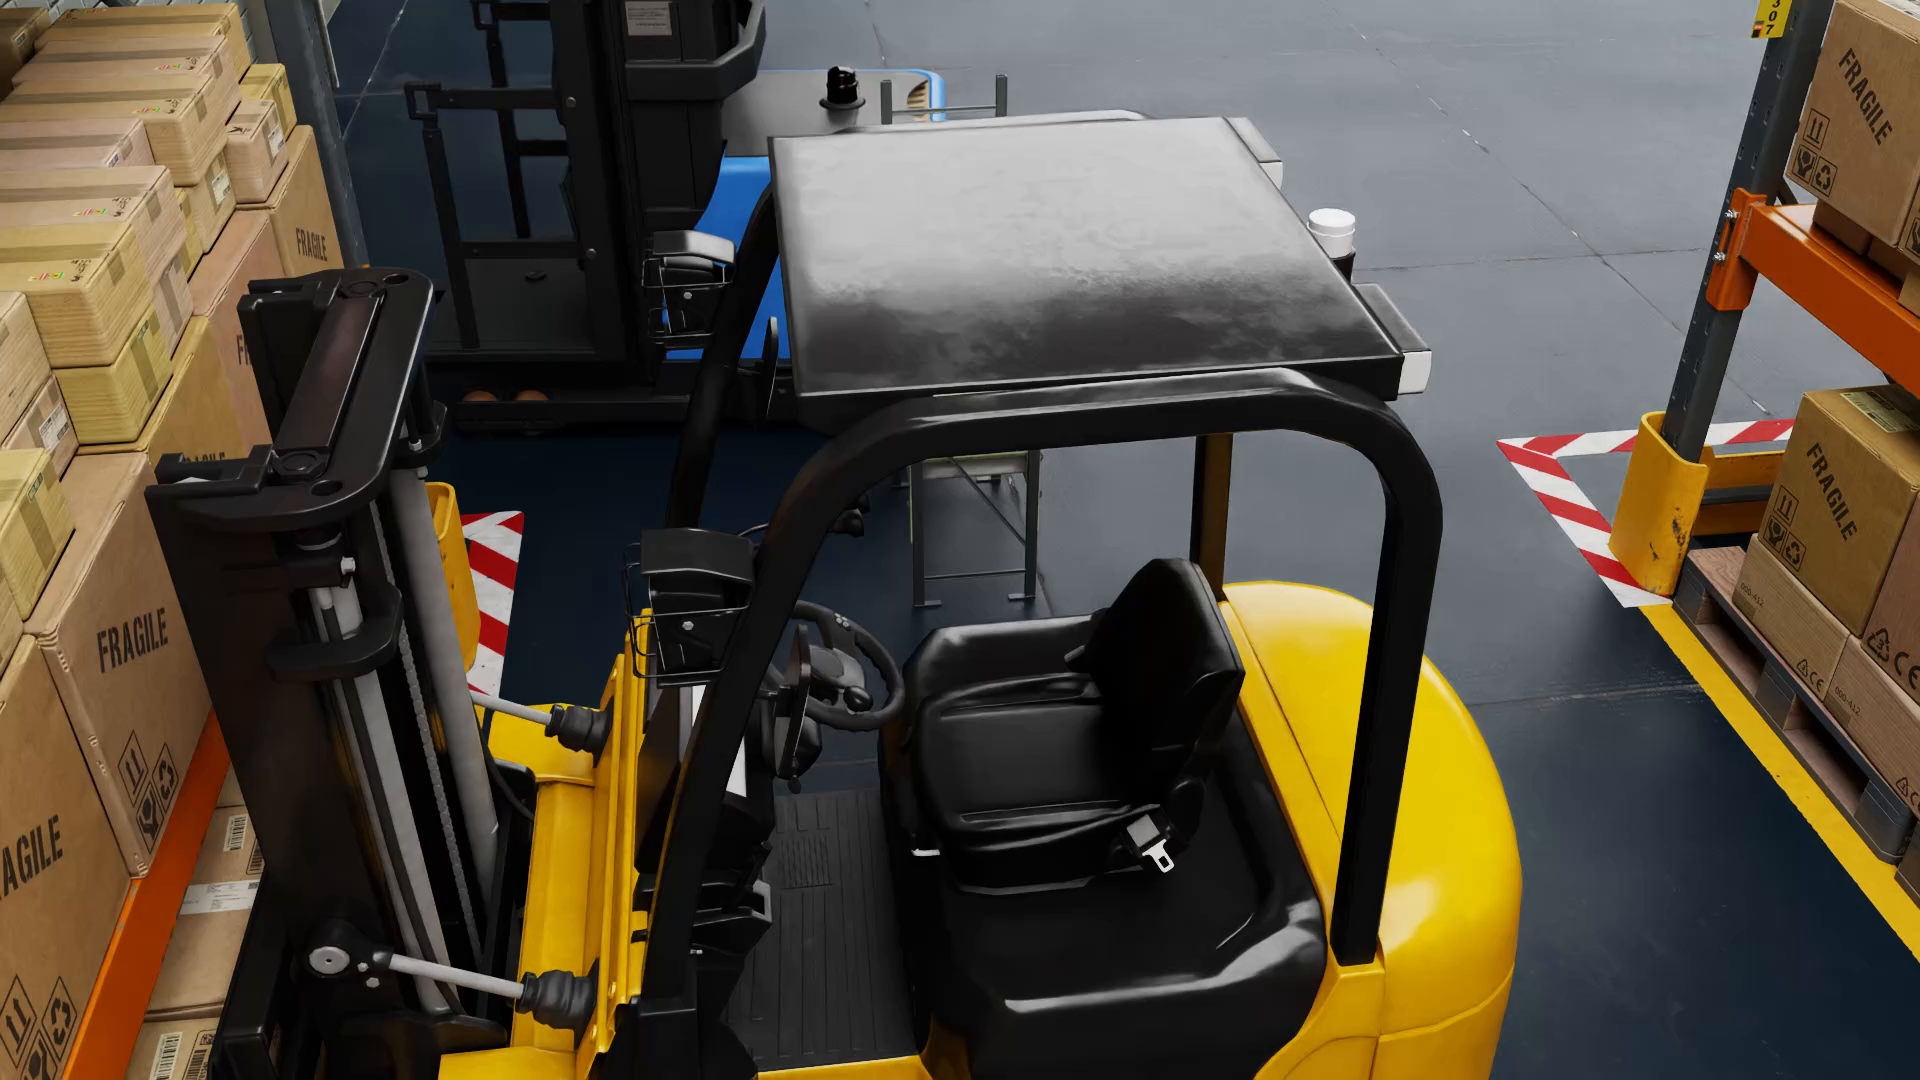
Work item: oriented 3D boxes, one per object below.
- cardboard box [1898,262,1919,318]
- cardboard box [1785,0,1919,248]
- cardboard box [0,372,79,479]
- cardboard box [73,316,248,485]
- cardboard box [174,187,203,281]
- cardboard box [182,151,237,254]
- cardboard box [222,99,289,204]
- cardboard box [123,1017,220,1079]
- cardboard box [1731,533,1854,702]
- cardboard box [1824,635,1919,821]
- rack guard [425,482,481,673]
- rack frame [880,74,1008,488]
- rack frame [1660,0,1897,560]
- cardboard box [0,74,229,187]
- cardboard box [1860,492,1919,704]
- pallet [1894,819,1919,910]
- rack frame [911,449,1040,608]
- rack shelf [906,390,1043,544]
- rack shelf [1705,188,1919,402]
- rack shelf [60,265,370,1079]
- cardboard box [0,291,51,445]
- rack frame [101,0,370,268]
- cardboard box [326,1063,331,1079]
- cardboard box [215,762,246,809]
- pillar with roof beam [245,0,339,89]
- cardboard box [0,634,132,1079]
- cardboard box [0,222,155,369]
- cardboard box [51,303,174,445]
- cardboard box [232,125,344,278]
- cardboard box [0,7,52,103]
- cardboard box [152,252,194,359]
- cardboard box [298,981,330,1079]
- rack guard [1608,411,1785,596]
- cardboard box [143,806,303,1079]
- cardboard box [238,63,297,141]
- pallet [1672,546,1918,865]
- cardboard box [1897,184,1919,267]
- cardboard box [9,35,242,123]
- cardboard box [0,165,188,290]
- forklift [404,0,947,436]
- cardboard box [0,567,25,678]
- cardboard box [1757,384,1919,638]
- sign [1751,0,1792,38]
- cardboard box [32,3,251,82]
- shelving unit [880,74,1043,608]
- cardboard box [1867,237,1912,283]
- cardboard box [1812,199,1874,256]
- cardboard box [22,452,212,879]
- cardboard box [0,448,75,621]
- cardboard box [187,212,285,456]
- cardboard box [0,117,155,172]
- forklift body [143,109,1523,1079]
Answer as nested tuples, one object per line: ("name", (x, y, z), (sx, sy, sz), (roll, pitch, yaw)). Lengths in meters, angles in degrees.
("cardboard box", (2.656, -0.631, 4.235), (0.380, 0.149, 0.250), (-5, 35, -8))
("cardboard box", (2.601, -1.113, 4.366), (0.500, 0.500, 0.500), (-5, 35, -7))
("cardboard box", (-1.641, -0.133, 2.617), (0.380, 0.149, 0.250), (-5, 35, -7))
("cardboard box", (-1.650, -0.066, 3.095), (0.500, 0.500, 0.500), (-5, 35, -7))
("cardboard box", (-1.722, -0.564, 3.249), (0.380, 0.149, 0.250), (-5, 35, -7))
("cardboard box", (-1.744, -0.703, 3.454), (0.380, 0.149, 0.250), (-4, 34, -5))
("cardboard box", (-1.718, -0.853, 3.673), (0.380, 0.149, 0.250), (-4, 34, -6))
("cardboard box", (-1.459, 1.069, 2.698), (0.500, 0.250, 0.500), (-3, 34, -5))
("cardboard box", (2.646, 0.200, 4.862), (0.500, 0.250, 0.500), (-5, 35, -7))
("cardboard box", (2.708, 0.485, 4.443), (0.500, 0.250, 0.500), (-3, 34, -5))
("rack guard", (-2.109, 0.164, 5.066), (1.175, 0.500, 0.348), (-4, 35, -6))
("rack frame", (-0.050, -0.828, 5.633), (0.400, 1.500, 0.023), (-4, 35, -6))
("rack frame", (2.812, -1.234, 4.897), (1.000, 3.000, 0.127), (-4, 35, -6))
("cardboard box", (-1.723, -0.825, 3.368), (0.380, 0.149, 0.250), (-4, 34, -5))
("cardboard box", (2.725, 0.195, 4.204), (0.500, 0.500, 0.500), (-6, 35, -8))
("pallet", (3.057, 1.096, 3.954), (1.003, 0.211, 1.213), (-4, 35, -6))
("rack frame", (0.048, -0.419, 5.033), (0.400, 1.500, 0.023), (-4, 35, -6))
("rack shelf", (-0.001, -0.354, 5.517), (0.431, 0.370, 0.720), (-4, 35, -6))
("rack shelf", (3.081, 0.179, 3.462), (1.077, 0.370, 4.000), (-4, 35, -6))
("rack shelf", (-1.837, 0.557, 2.907), (1.077, 0.370, 4.000), (-4, 35, -6))
("cardboard box", (-1.637, -0.249, 2.523), (0.380, 0.149, 0.250), (-4, 34, -6))
("rack frame", (-2.106, -0.856, 4.342), (1.000, 3.000, 0.127), (-4, 35, -6))
("cardboard box", (-1.522, 1.191, 3.407), (0.500, 0.250, 0.500), (-3, 34, -5))
("cardboard box", (-1.583, 0.492, 3.545), (0.500, 0.250, 0.500), (-4, 34, -6))
("pillar with roof beam", (0.553, -6.552, 7.374), (9.100, 9.000, 0.400), (-4, 35, -6))
("cardboard box", (-1.525, 0.496, 2.270), (0.500, 0.500, 0.500), (-5, 35, -7))
("cardboard box", (-1.578, -0.400, 2.744), (0.380, 0.149, 0.250), (-4, 34, -5))
("cardboard box", (-1.585, -0.279, 2.831), (0.380, 0.149, 0.250), (-4, 34, -6))
("cardboard box", (-1.780, -0.643, 3.940), (0.500, 0.500, 0.500), (-5, 35, -7))
("cardboard box", (-2.273, -1.085, 3.749), (0.380, 0.149, 0.250), (-5, 35, -7))
("cardboard box", (-1.639, -0.419, 3.036), (0.380, 0.149, 0.250), (-5, 35, -8))
("cardboard box", (-1.520, 0.995, 3.251), (0.500, 0.250, 0.500), (-4, 35, -7))
("rack guard", (2.822, -0.159, 5.539), (1.175, 0.500, 0.348), (-4, 35, -6))
("cardboard box", (-1.522, 0.776, 3.129), (0.500, 0.250, 0.500), (-5, 35, -7))
("cardboard box", (-1.782, -0.993, 3.879), (0.380, 0.149, 0.250), (-4, 34, -6))
("pallet", (2.896, 0.417, 4.951), (1.003, 0.211, 1.213), (-4, 35, -6))
("cardboard box", (2.674, -0.824, 3.943), (0.500, 0.500, 0.500), (-3, 34, -5))
("cardboard box", (-1.785, -0.969, 3.579), (0.380, 0.149, 0.250), (-4, 35, -6))
("cardboard box", (-1.618, -0.544, 2.955), (0.380, 0.149, 0.250), (-4, 34, -5))
("forklift", (-1.552, -1.910, 5.949), (3.031, 2.935, 1.130), (-1, 34, -1))
("cardboard box", (-1.494, 0.153, 2.198), (0.380, 0.149, 0.250), (-5, 35, -8))
("cardboard box", (2.650, -0.097, 4.631), (0.500, 0.500, 0.500), (-5, 35, -8))
("sign", (2.274, -1.551, 4.593), (0.100, 0.325, 0.005), (-4, 35, -6))
("cardboard box", (-1.849, -1.104, 3.778), (0.380, 0.149, 0.250), (-4, 35, -6))
("shelving unit", (-0.001, -0.623, 5.333), (0.431, 1.500, 0.755), (-4, 35, -6))
("cardboard box", (2.701, -0.785, 4.461), (0.380, 0.149, 0.250), (-4, 34, -6))
("cardboard box", (2.653, -0.925, 4.667), (0.380, 0.149, 0.250), (-4, 35, -6))
("cardboard box", (-1.571, 0.213, 2.685), (0.500, 0.500, 0.500), (-4, 34, -6))
("cardboard box", (-1.539, 0.005, 2.415), (0.380, 0.149, 0.250), (-5, 35, -7))
("cardboard box", (-1.719, -0.352, 3.515), (0.500, 0.500, 0.500), (-3, 34, -5))
("cardboard box", (-1.763, -0.681, 3.156), (0.380, 0.149, 0.250), (-4, 34, -6))
("forklift body", (-0.043, 0.415, 3.231), (2.313, 2.155, 1.214), (-4, 35, -6))
